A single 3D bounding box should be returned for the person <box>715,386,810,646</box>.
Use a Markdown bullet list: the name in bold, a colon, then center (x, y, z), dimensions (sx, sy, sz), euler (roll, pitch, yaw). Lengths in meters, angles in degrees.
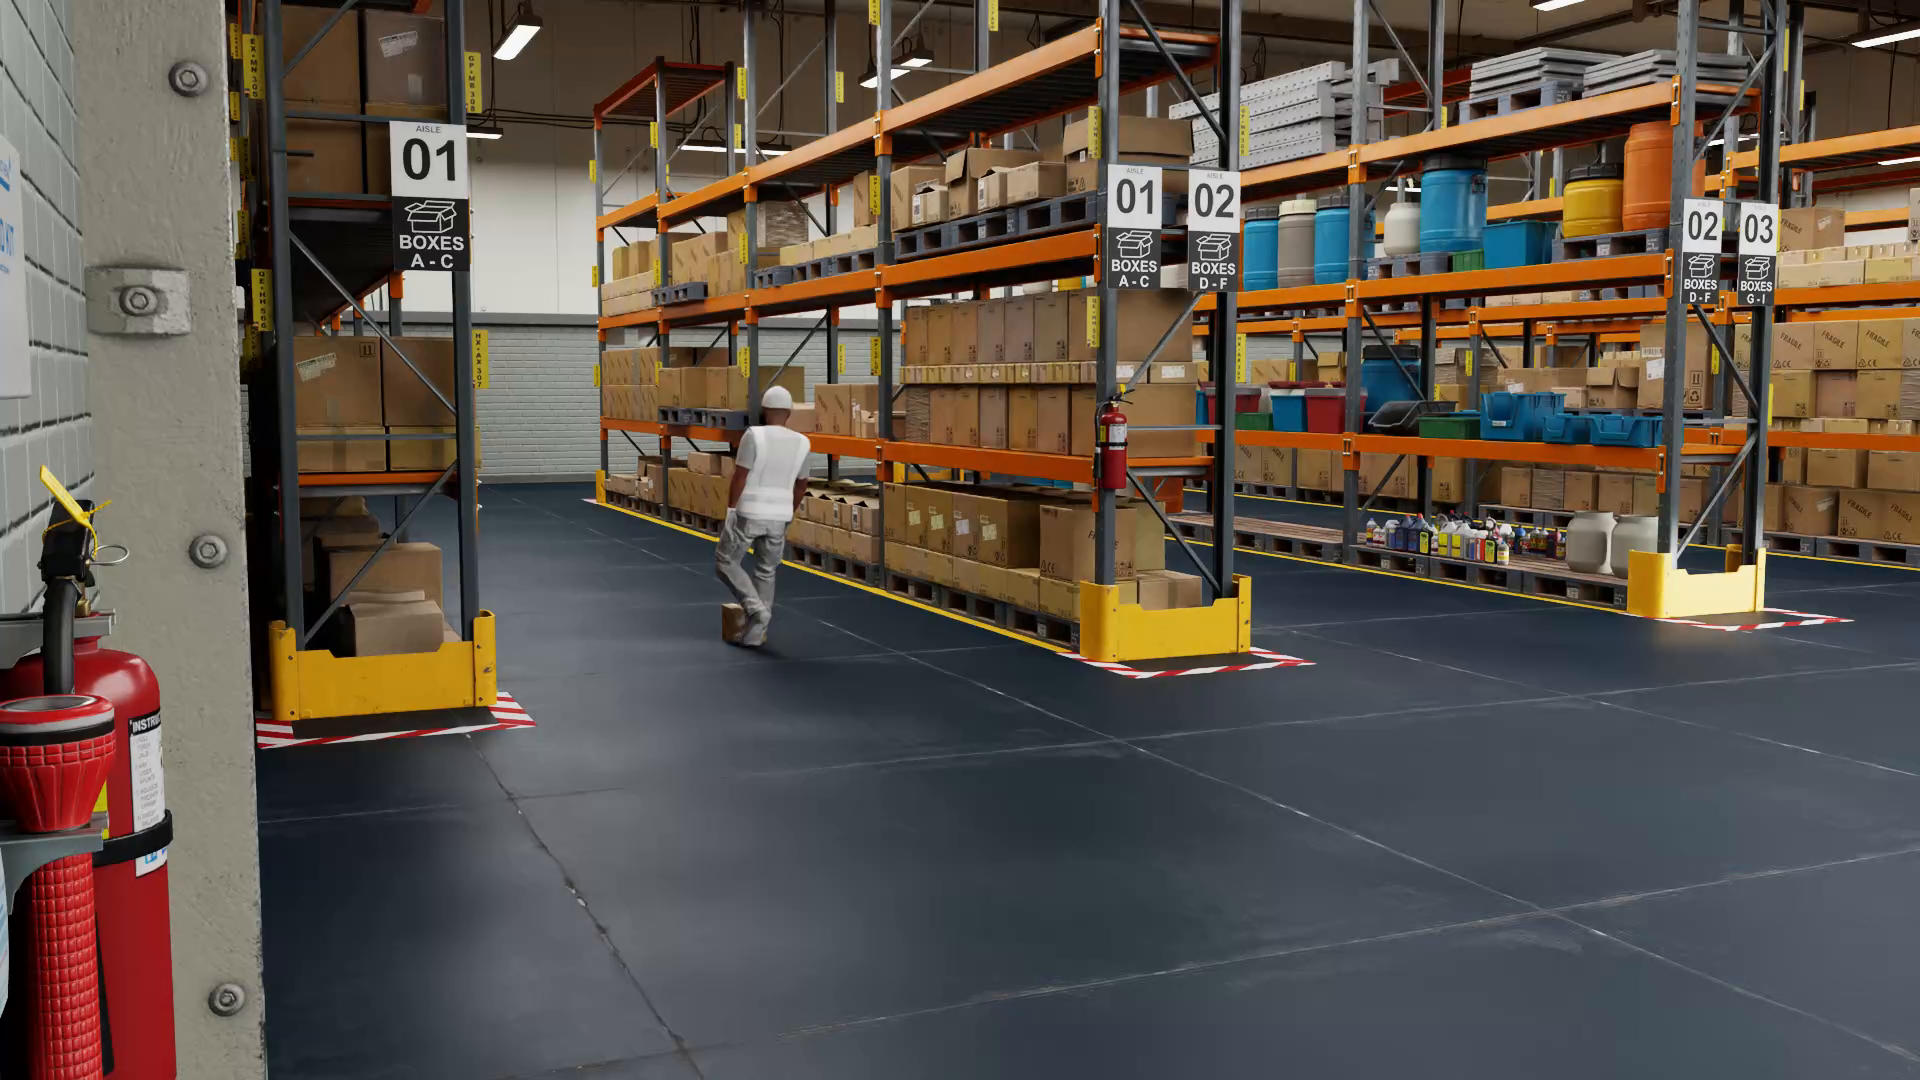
- **person**: center (-1.371, -0.156, 11.266), dimensions (0.639, 1.773, 0.655), euler (-3, 6, -33)
